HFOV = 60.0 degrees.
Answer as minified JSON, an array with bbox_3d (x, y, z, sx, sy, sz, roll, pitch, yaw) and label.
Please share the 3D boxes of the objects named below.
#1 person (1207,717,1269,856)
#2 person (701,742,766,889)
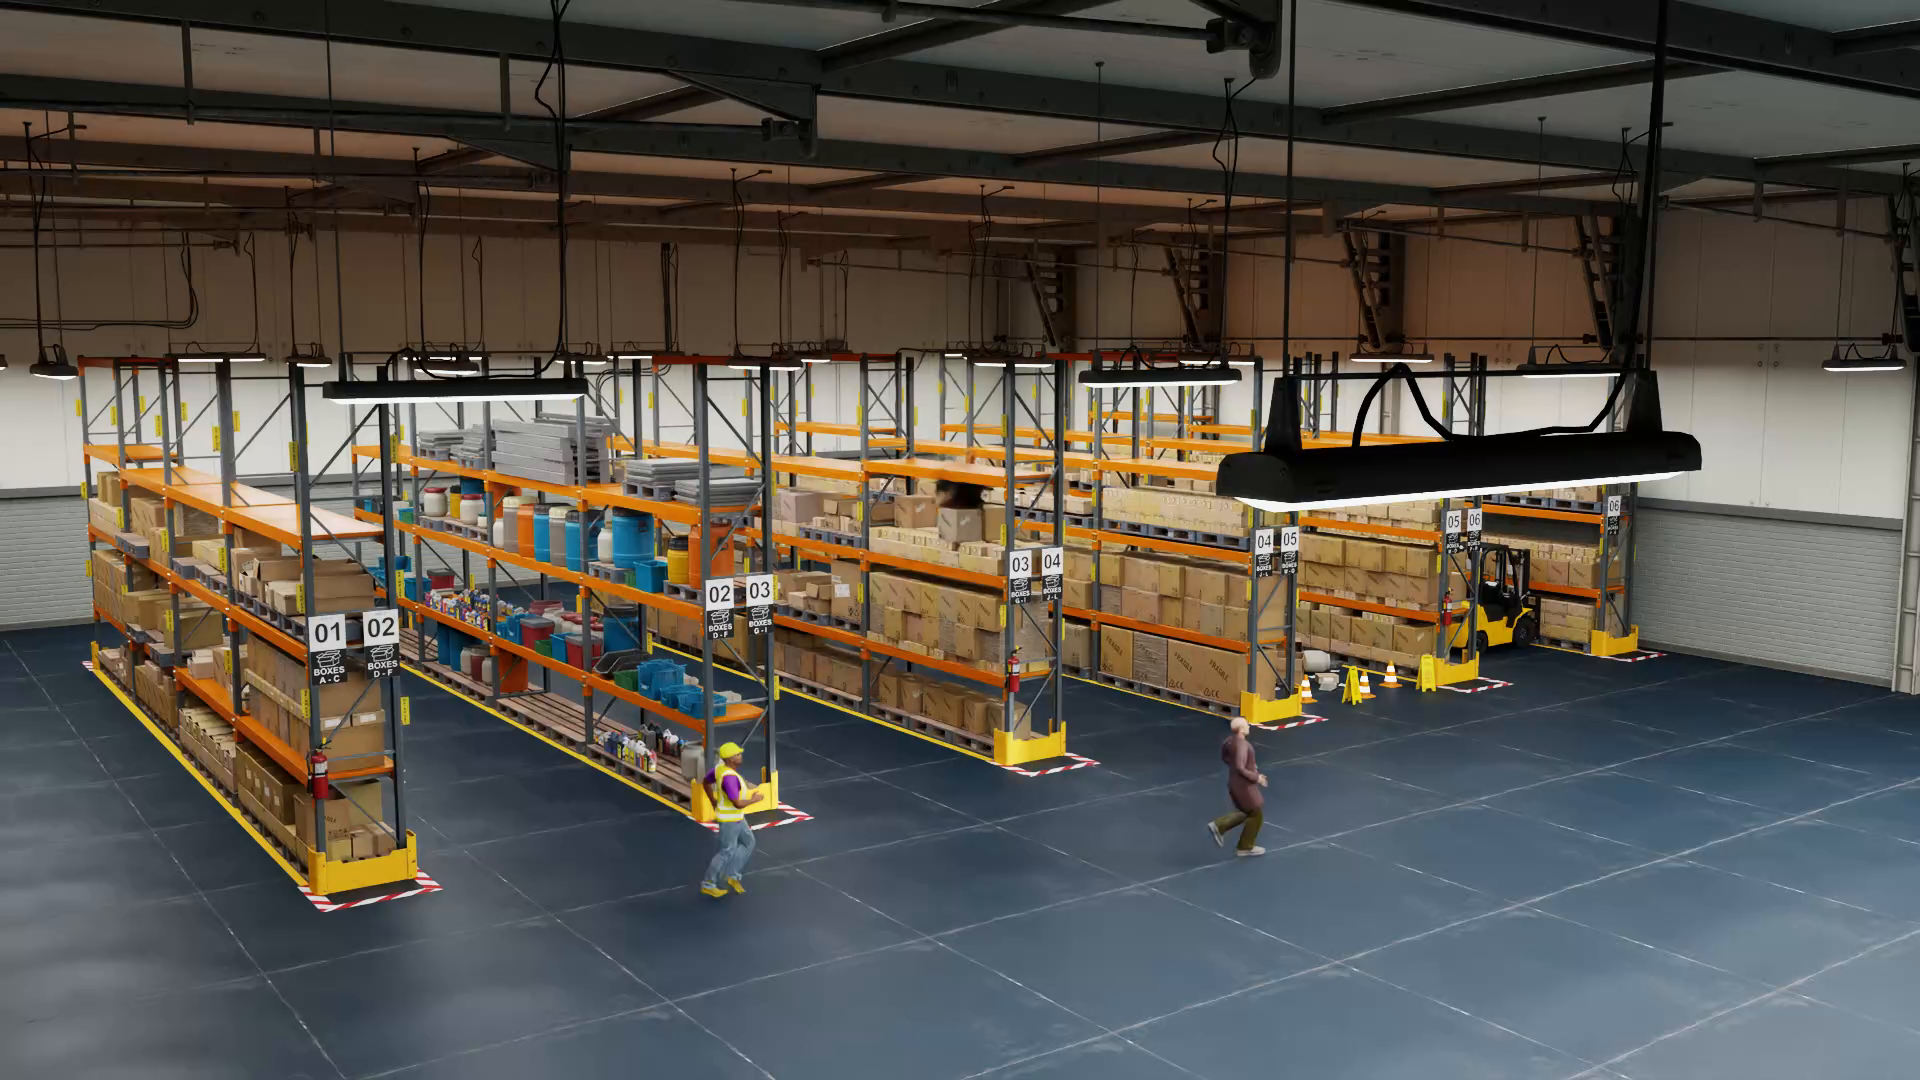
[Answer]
[{"bbox_3d":[3.405,3.014,20.322,0.708,1.727,0.672,-1,7,-9],"label":"person"},{"bbox_3d":[-2.574,3.104,18.814,0.742,1.653,0.693,-1,7,-10],"label":"person"}]
